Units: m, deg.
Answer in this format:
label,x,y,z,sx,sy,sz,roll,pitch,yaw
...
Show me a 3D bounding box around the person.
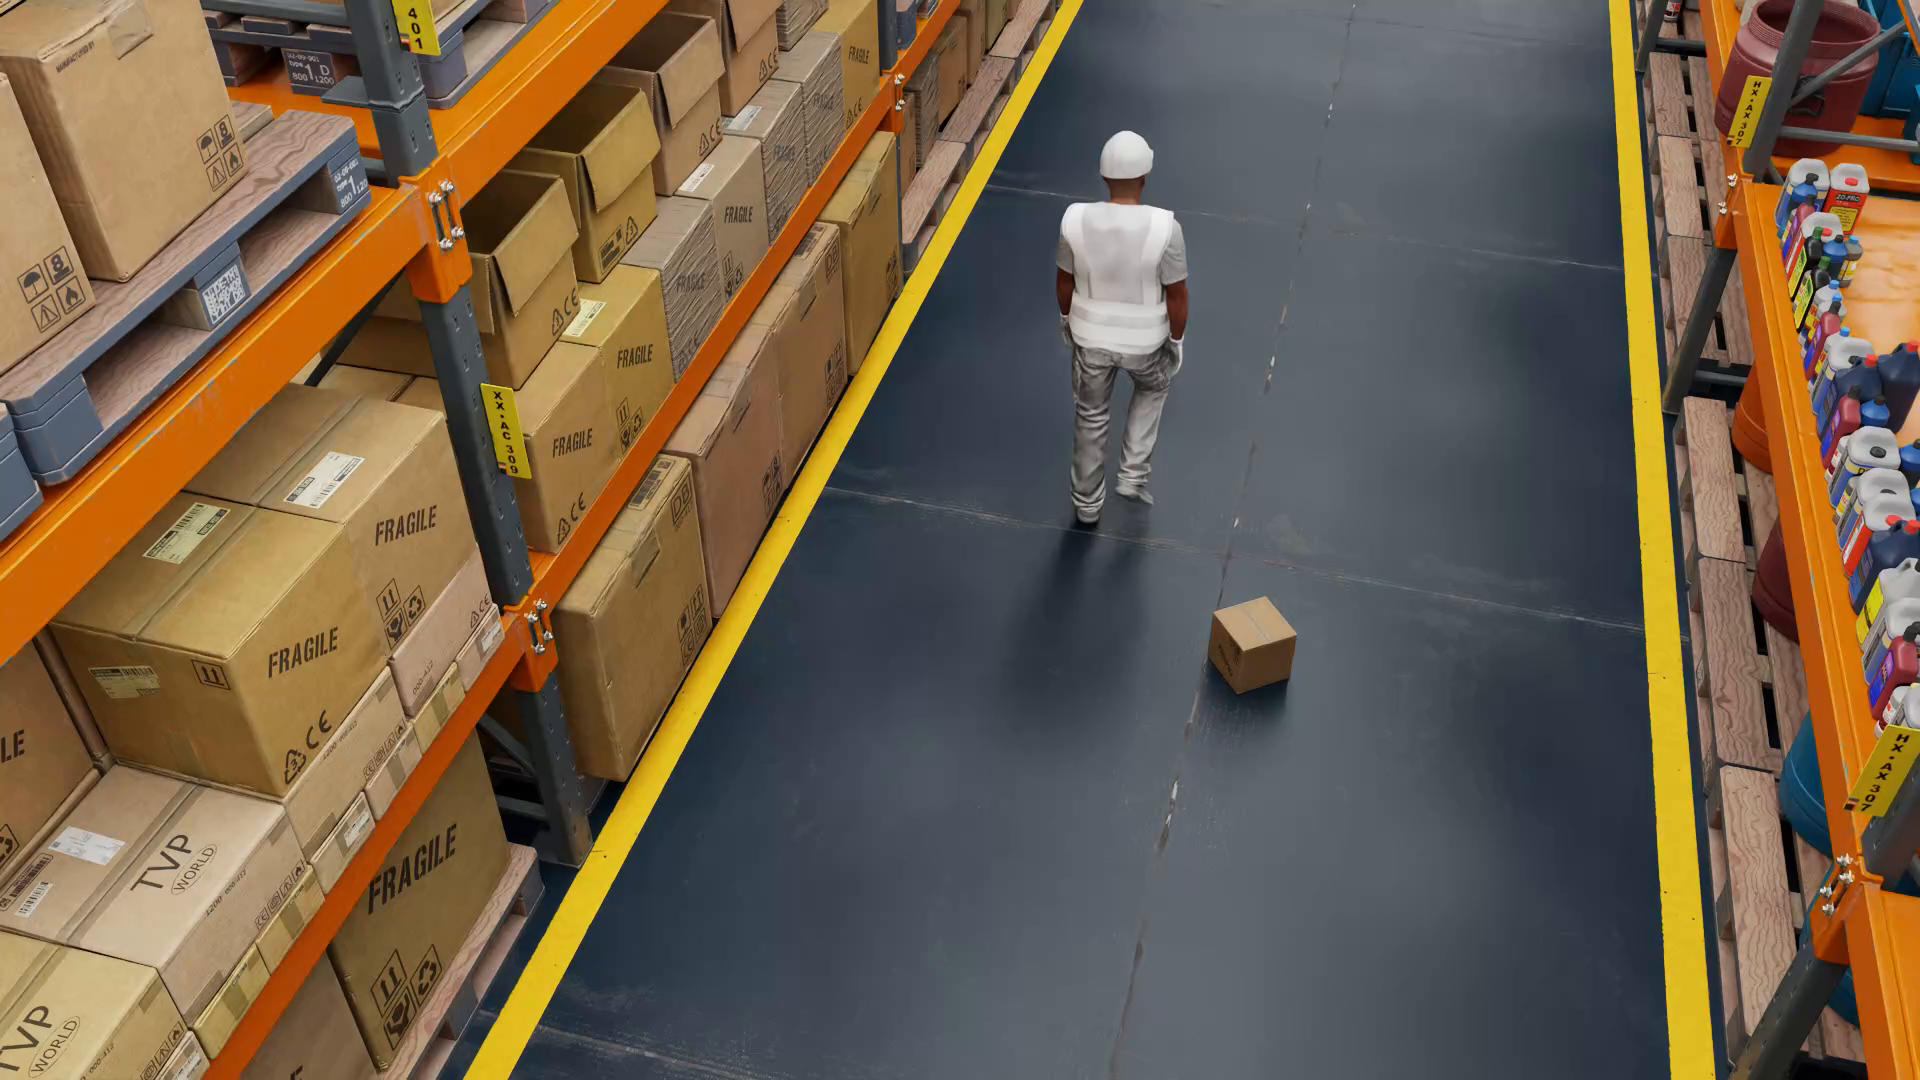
label,x,y,z,sx,sy,sz,roll,pitch,yaw
person,0.677,-0.875,7.130,0.578,1.794,0.483,8,41,9
